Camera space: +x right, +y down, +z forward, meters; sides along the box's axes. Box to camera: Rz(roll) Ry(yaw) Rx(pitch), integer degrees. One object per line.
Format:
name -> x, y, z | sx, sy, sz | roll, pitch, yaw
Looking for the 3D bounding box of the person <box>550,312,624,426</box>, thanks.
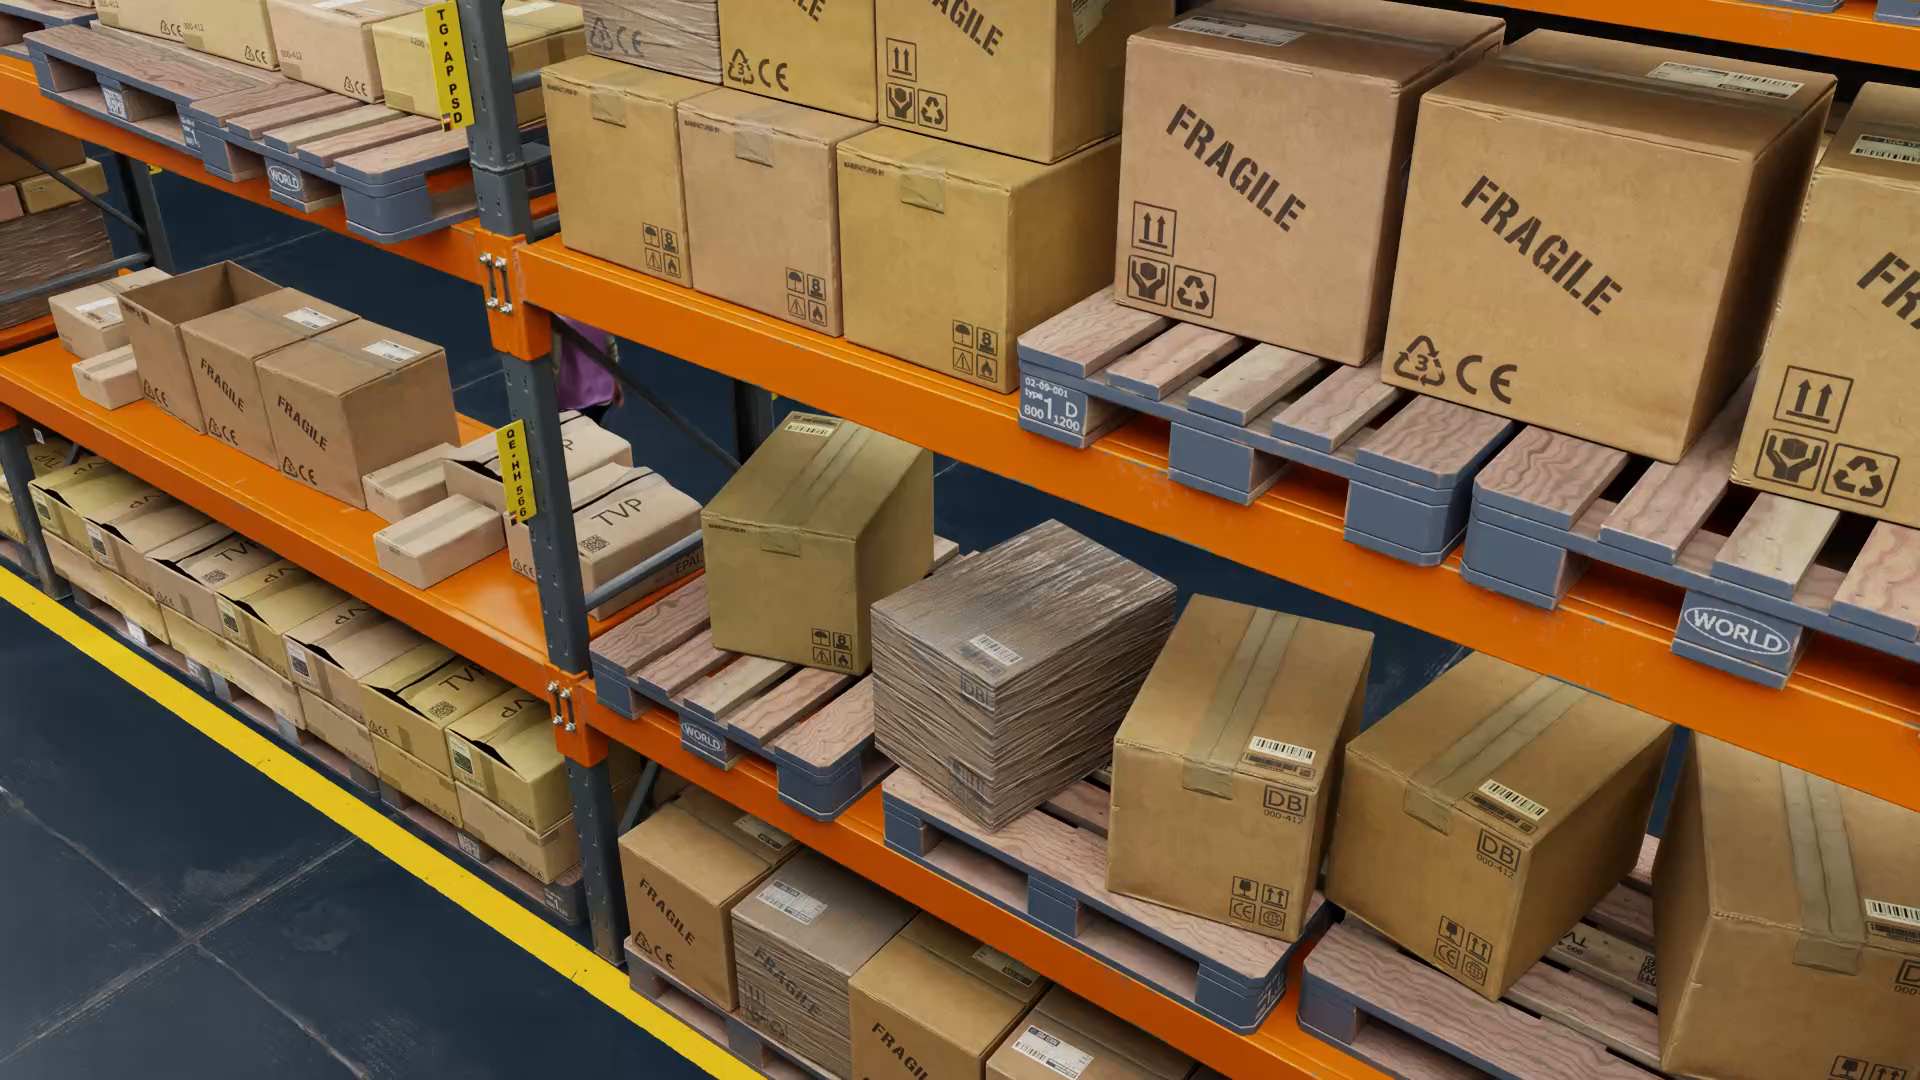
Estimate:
person -> -1.879, -0.708, 8.253 | 0.435, 1.596, 0.448 | 24, 39, 33
